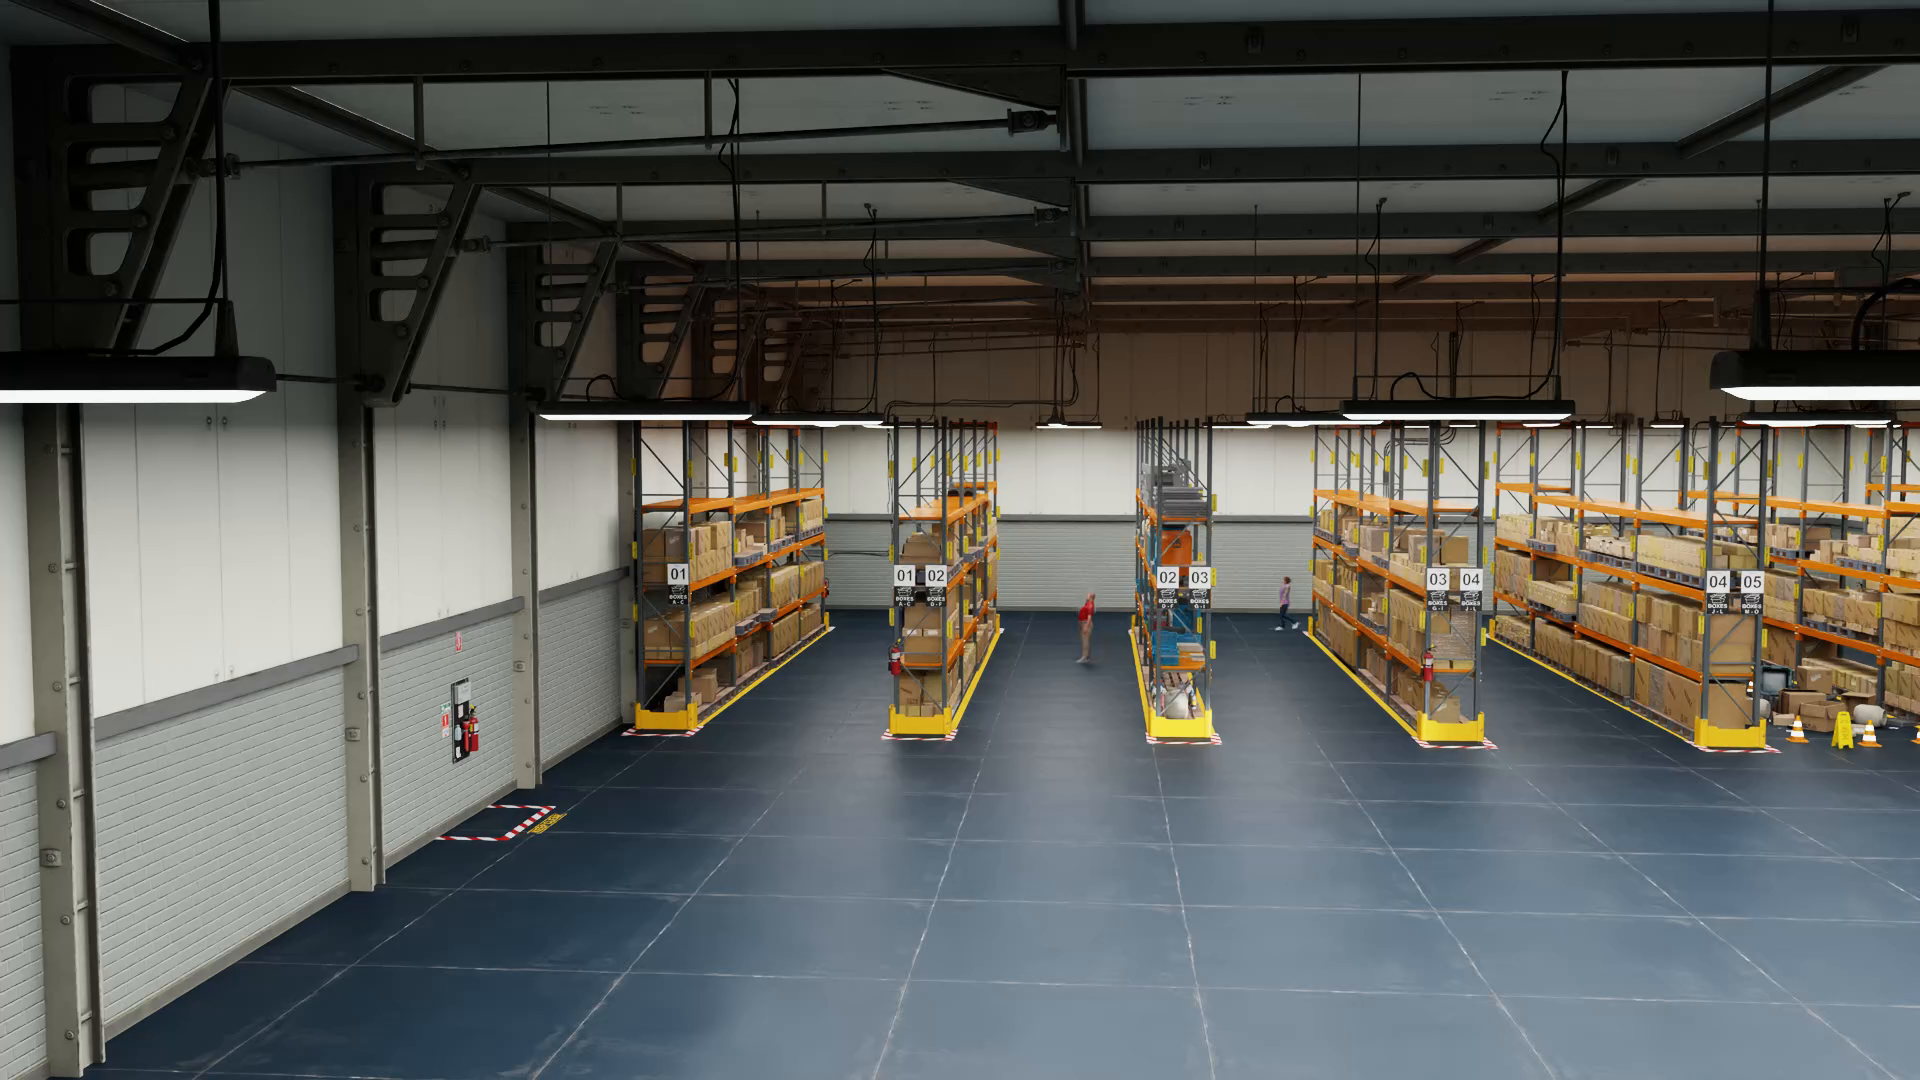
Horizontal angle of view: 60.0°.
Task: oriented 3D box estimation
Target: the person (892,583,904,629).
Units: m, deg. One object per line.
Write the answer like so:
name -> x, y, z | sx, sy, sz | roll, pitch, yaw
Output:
person -> -1.695, 1.767, 48.139 | 0.537, 1.596, 0.958 | -1, 4, -12

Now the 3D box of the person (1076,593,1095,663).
person -> 3.072, 2.157, 41.078 | 0.572, 1.716, 0.558 | -2, 4, -24

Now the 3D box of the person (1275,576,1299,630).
person -> 9.384, 1.820, 47.684 | 0.692, 1.574, 0.412 | 1, 4, 16
